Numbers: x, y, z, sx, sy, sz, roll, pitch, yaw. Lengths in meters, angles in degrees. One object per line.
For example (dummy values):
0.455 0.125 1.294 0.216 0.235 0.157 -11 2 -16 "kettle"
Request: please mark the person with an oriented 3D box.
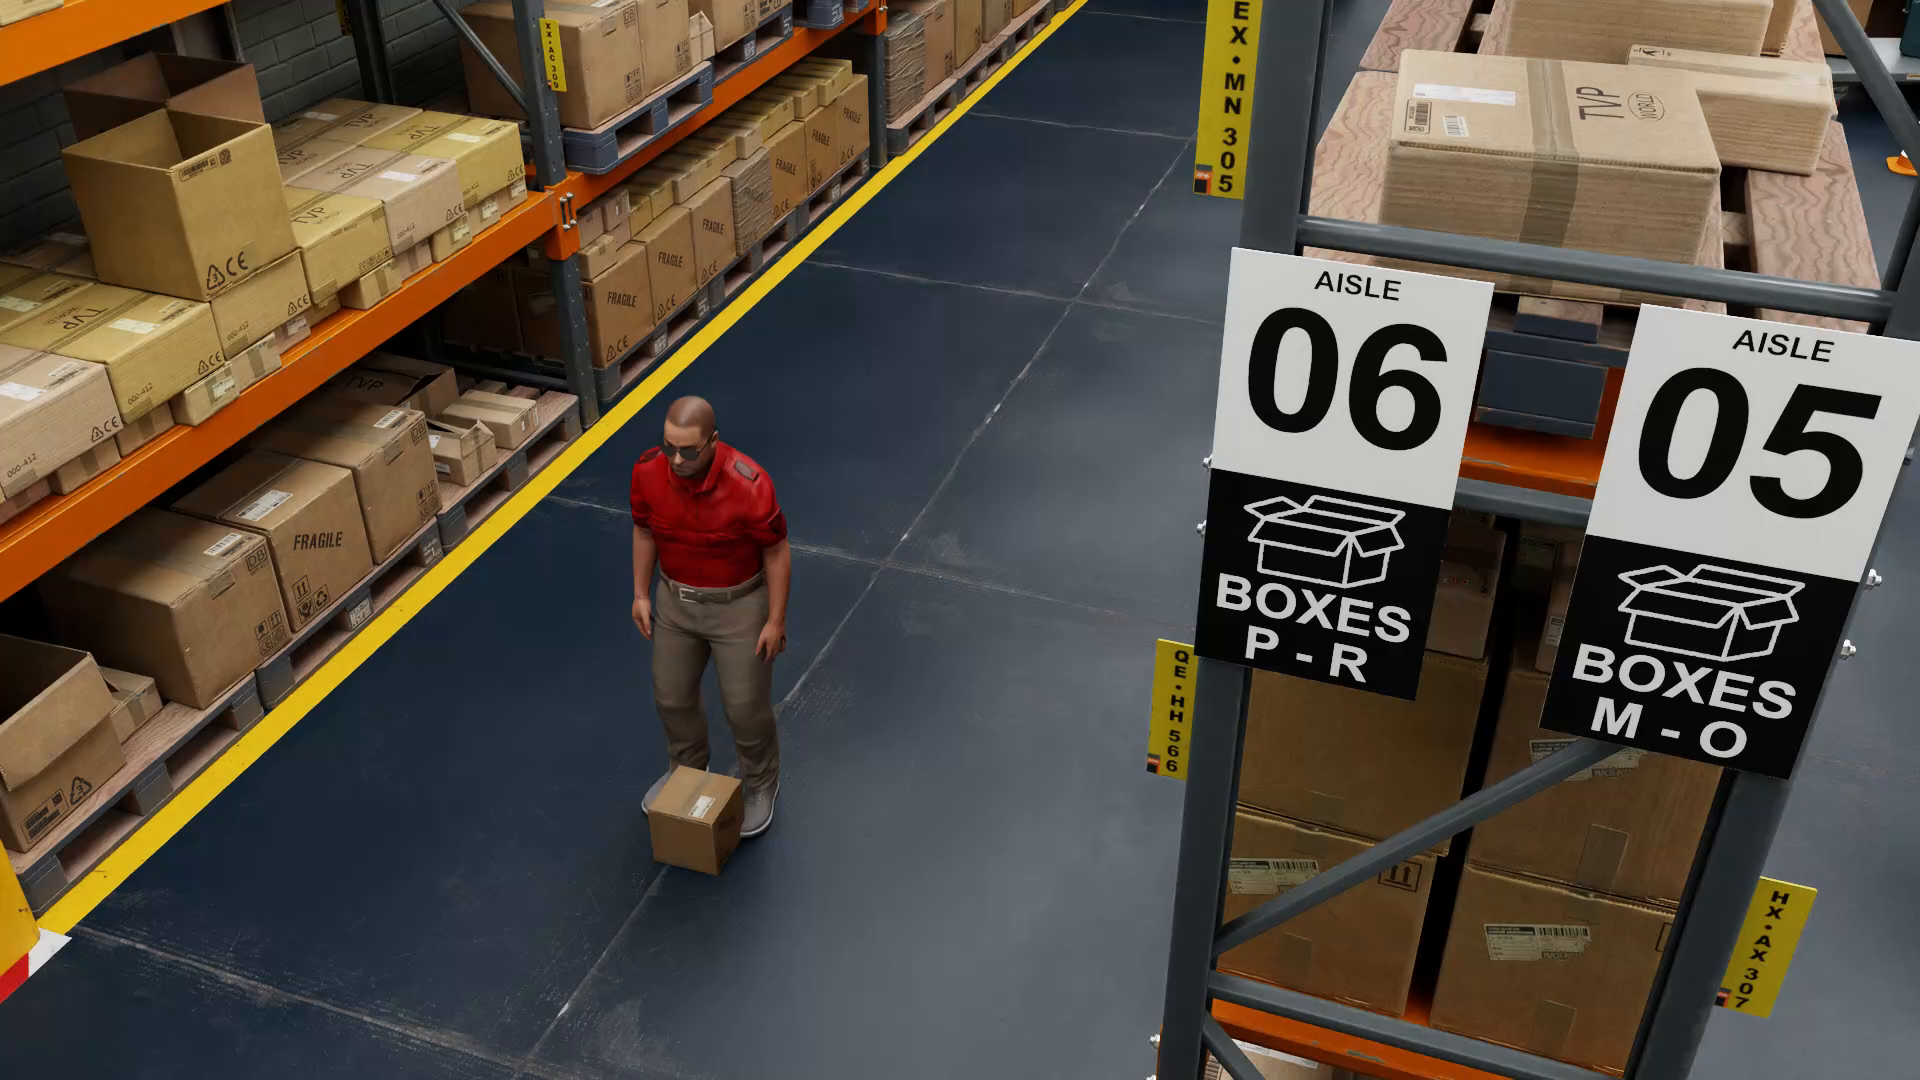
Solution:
-0.866 0.247 5.773 0.584 1.725 0.391 10 34 15 "person"
